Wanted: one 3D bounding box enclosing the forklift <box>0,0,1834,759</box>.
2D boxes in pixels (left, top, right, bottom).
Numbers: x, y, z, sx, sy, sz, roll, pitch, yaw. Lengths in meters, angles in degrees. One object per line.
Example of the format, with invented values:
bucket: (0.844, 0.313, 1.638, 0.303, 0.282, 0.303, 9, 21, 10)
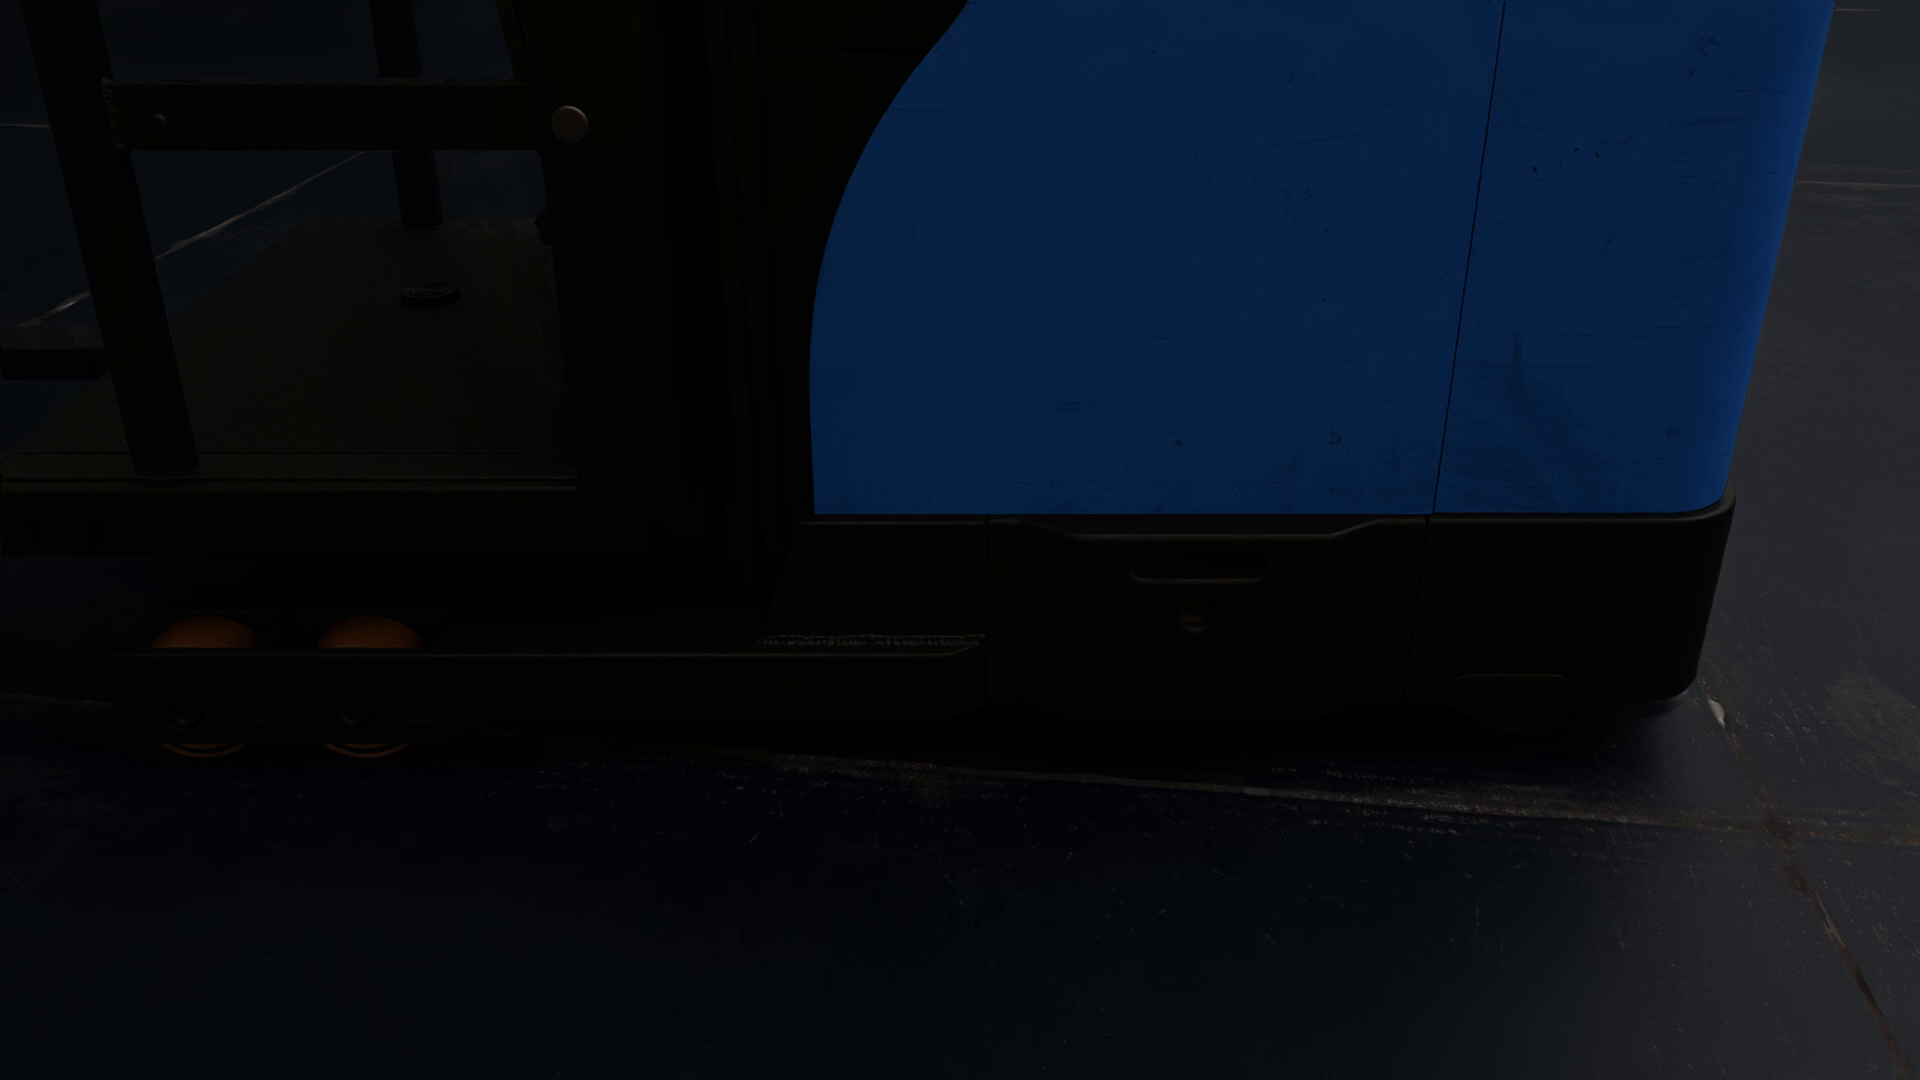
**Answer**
forklift: (-0.617, -1.288, 1.799, 3.031, 2.935, 1.130, 0, 27, 0)
